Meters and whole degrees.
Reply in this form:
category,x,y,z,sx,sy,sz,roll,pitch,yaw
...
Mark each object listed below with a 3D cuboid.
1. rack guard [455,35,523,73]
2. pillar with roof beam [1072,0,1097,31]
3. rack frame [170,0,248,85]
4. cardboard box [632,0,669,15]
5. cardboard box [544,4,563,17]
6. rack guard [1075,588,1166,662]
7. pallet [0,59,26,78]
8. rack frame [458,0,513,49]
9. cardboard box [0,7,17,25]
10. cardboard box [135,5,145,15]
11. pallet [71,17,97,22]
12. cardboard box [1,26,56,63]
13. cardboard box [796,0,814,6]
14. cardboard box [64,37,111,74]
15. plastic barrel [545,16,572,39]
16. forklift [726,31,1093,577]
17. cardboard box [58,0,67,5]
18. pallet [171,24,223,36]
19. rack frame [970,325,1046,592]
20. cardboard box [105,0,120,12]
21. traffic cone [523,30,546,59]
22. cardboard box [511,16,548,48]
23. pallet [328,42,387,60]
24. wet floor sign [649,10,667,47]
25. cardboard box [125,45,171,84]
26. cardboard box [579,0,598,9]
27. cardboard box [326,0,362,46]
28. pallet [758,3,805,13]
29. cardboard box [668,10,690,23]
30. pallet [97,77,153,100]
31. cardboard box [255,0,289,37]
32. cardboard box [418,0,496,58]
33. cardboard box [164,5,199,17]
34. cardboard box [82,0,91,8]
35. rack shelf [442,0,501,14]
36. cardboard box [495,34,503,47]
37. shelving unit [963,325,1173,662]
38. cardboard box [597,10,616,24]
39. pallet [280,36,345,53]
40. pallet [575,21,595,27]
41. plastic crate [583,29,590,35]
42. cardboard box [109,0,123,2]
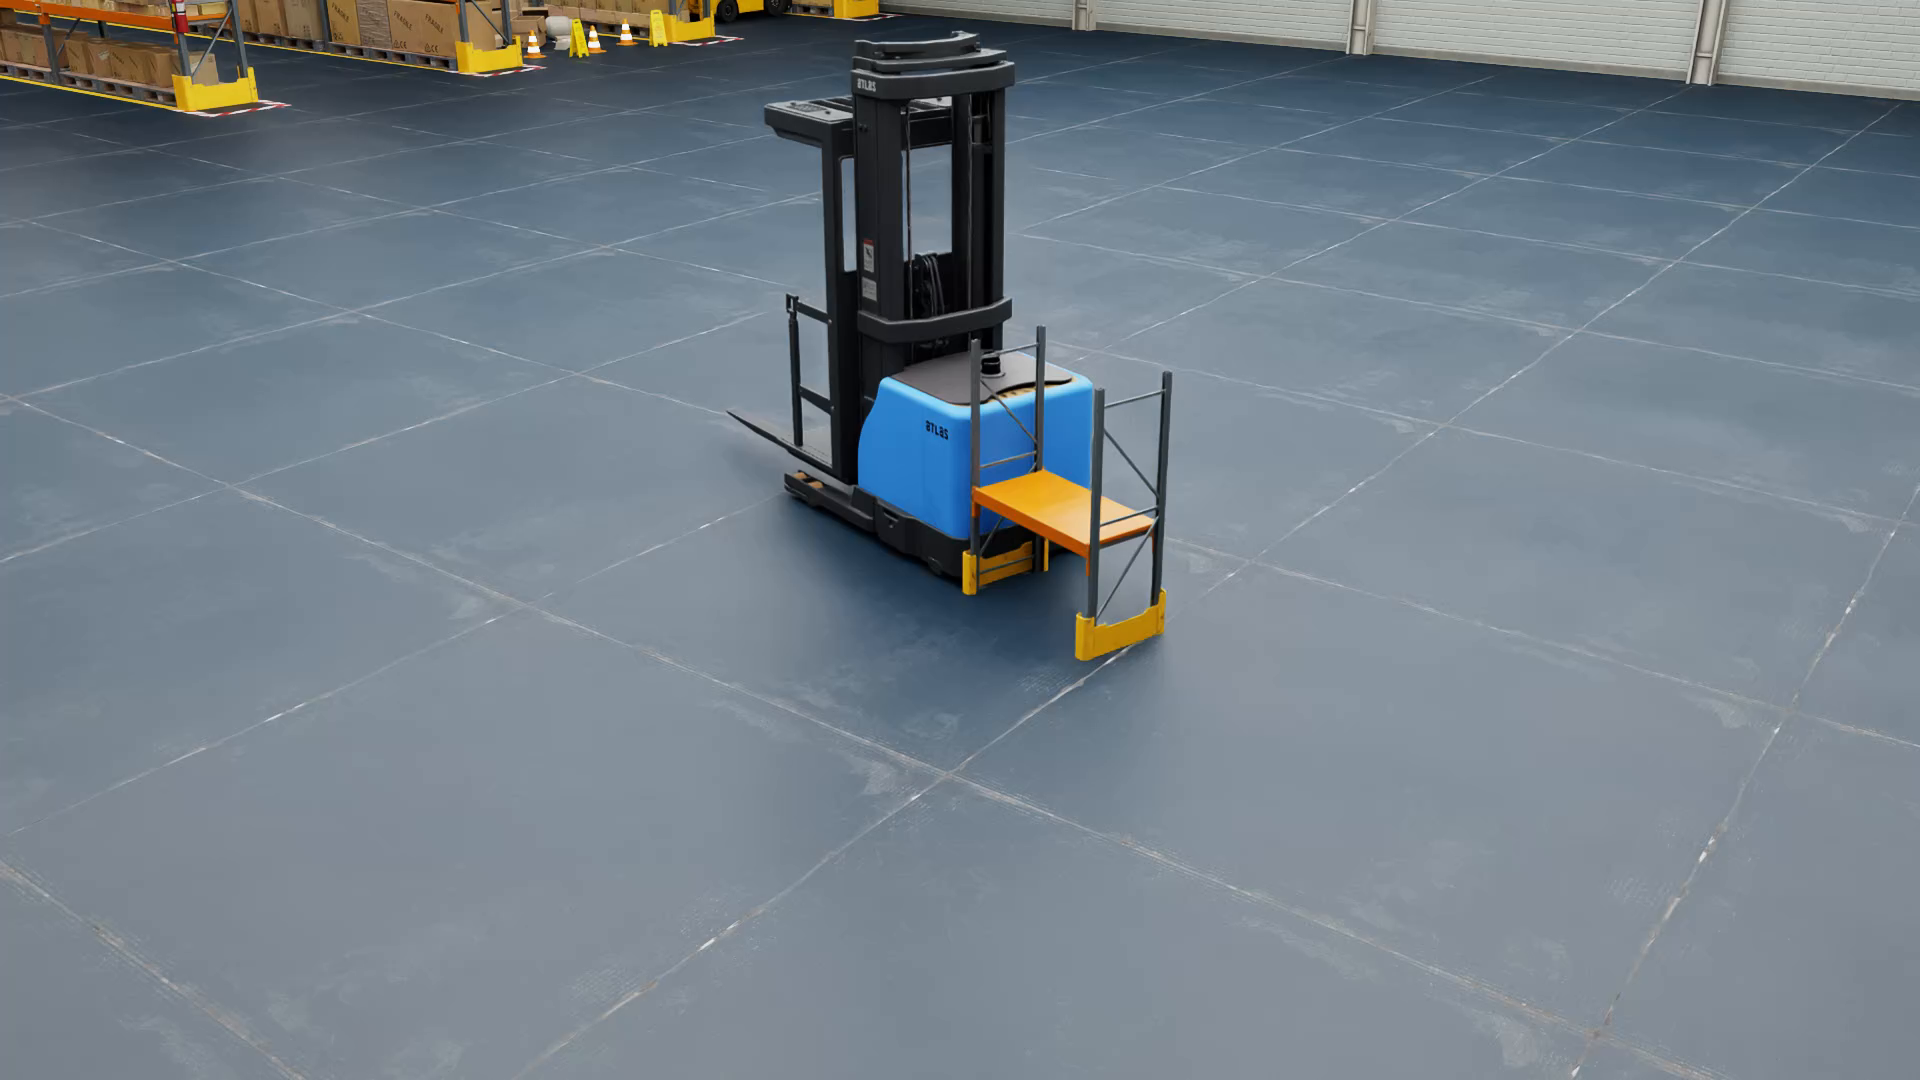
category,x,y,z,sx,sy,sz,roll,pitch,yaw
rack guard,-8.100,-8.370,28.628,0.348,0.500,1.175,17,29,33
pillar with roof beam,-0.055,-13.109,28.841,0.400,9.000,9.100,17,29,33
rack frame,-11.175,-7.944,24.560,0.127,3.000,1.000,17,29,33
cardboard box,-6.029,-10.528,32.384,0.500,0.500,0.500,17,29,34
cardboard box,-8.122,-10.813,33.961,0.500,0.250,0.500,15,28,31
rack guard,0.864,0.448,8.924,0.587,0.250,0.087,-17,29,-33
pallet,-15.980,-8.118,28.413,1.213,0.211,1.003,17,29,33
rack frame,-8.119,-9.520,28.137,0.127,3.000,1.000,17,29,33
cardboard box,-16.592,-9.002,28.586,0.500,0.250,0.500,21,31,39
cardboard box,-12.148,-8.002,25.002,0.250,0.149,0.380,17,29,33
pallet,-18.280,-11.297,35.628,1.213,0.211,1.003,17,29,33
cardboard box,-15.672,-8.381,28.106,0.500,0.500,0.700,14,27,29
cardboard box,-3.215,-11.813,36.230,0.500,0.250,0.500,17,29,33
cardboard box,-14.079,-7.850,26.926,0.500,0.500,0.500,16,28,32
plastic barrel,-7.792,-9.974,32.361,0.512,0.421,0.421,-5,24,-12
forklift,-0.488,-1.658,10.378,1.130,2.935,3.031,-17,29,-33
cardboard box,-13.975,-8.531,26.204,0.250,0.149,0.380,17,29,33
pallet,-15.145,-10.368,33.520,1.213,0.211,1.003,17,29,33
rack frame,0.267,-0.446,9.403,0.500,1.500,0.032,-17,29,-33
cardboard box,-12.790,-8.160,25.362,0.250,0.149,0.380,17,29,33
traffic cone,-7.692,-8.946,29.980,0.334,0.463,0.336,17,29,33
cardboard box,-8.155,-9.607,31.430,0.637,0.503,0.797,-1,24,-3
pallet,-10.758,-9.002,30.420,1.213,0.211,1.003,17,29,33
wet floor sign,-5.721,-9.673,31.404,0.267,0.644,0.232,-15,28,-30
cardboard box,-12.653,-7.440,25.995,0.500,0.500,0.500,20,31,38
cardboard box,-7.272,-10.905,33.238,0.500,0.500,0.500,19,30,36
cardboard box,-10.859,-9.533,30.279,0.875,0.875,0.875,17,29,34
pallet,-3.866,-11.935,37.075,1.213,0.211,1.003,17,29,33
cardboard box,-5.711,-10.360,32.932,0.500,0.250,0.500,17,29,33
pallet,-12.836,-7.190,26.306,1.213,0.211,1.003,17,29,33
cardboard box,-12.640,-10.006,31.508,0.750,0.750,1.050,17,29,33
cardboard box,-8.701,-8.883,28.804,0.875,0.875,0.875,17,29,34
cardboard box,-11.527,-7.832,24.616,0.250,0.149,0.380,17,29,33
cardboard box,-13.369,-8.353,25.800,0.250,0.149,0.380,17,29,33
rack shelf,-9.719,-9.675,29.380,4.000,0.370,1.077,17,29,33
cardboard box,-8.840,-9.415,31.289,0.396,0.266,0.258,-21,31,-39
shelving unit,0.566,-0.285,9.037,0.587,1.500,1.083,-17,29,-33
cardboard box,-6.871,-10.437,33.107,0.500,0.250,0.500,16,28,31
pallet,-11.982,-9.374,31.263,1.213,0.211,1.003,17,29,33
pallet,-7.873,-10.682,34.232,1.213,0.211,1.003,17,29,33
plastic crate,-7.667,-10.129,33.139,0.583,0.080,0.402,7,25,15
cardboard box,-12.445,-8.485,25.295,0.500,0.500,0.875,17,29,33
